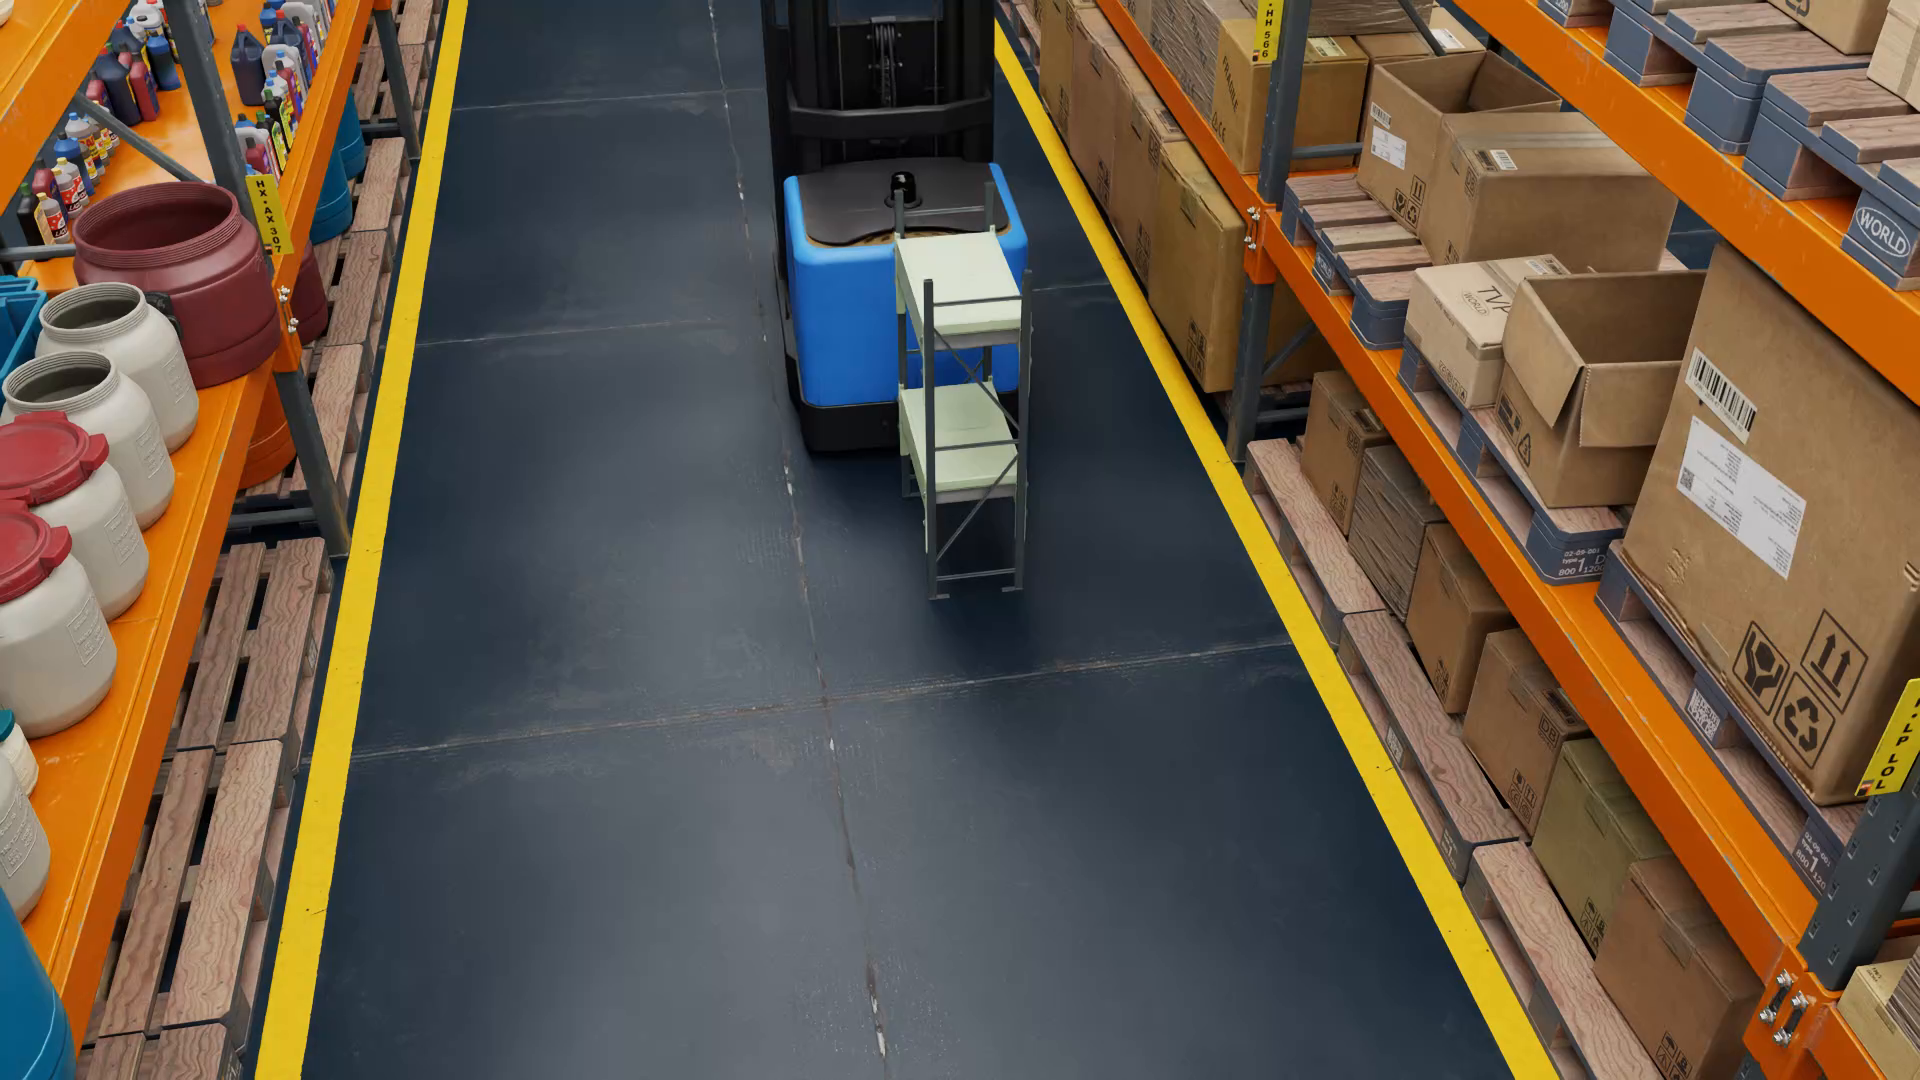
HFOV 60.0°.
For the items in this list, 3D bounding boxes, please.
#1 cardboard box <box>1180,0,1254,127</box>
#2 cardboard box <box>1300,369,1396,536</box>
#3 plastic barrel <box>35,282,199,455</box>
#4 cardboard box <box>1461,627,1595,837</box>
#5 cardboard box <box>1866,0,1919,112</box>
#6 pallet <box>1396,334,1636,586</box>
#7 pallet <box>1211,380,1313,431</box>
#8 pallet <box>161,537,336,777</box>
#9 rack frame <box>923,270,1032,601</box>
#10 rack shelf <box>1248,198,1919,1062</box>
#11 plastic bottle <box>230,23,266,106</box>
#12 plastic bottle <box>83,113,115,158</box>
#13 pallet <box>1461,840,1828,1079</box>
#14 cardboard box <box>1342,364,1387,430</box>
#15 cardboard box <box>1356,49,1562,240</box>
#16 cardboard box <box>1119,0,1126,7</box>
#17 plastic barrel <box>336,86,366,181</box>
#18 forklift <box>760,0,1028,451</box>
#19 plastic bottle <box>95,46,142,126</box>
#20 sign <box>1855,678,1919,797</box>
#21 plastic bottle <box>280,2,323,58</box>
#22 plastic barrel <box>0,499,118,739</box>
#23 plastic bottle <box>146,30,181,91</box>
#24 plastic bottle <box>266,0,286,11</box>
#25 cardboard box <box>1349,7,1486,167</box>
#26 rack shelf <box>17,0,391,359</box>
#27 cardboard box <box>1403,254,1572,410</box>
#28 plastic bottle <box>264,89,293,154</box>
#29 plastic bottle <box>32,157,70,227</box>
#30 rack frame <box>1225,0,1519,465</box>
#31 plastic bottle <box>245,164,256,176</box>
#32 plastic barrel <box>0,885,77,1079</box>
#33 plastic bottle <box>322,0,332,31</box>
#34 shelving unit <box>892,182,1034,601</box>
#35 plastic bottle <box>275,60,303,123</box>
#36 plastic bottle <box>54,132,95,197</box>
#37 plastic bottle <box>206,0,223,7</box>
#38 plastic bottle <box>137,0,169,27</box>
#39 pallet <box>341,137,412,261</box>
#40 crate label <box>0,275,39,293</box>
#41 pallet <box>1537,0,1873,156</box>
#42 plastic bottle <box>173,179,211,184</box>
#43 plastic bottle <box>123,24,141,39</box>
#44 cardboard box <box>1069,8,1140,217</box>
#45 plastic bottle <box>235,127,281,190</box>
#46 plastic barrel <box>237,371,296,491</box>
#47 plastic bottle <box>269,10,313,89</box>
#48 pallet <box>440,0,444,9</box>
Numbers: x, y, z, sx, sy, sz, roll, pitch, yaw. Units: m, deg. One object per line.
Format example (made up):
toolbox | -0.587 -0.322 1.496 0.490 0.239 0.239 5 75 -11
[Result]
cardboard box | 1.334 -2.236 7.602 0.500 0.500 0.500 -7 38 -8
cardboard box | 1.883 -0.407 7.008 0.700 0.500 0.500 -8 39 -10
plastic barrel | -2.739 -0.536 5.404 0.421 0.512 0.421 0 38 0
cardboard box | 2.197 0.605 5.705 0.700 0.500 0.500 -9 39 -12
cardboard box | 2.184 -1.062 3.494 0.396 0.266 0.258 -5 38 -6
pallet | 2.134 -0.356 5.420 1.003 0.211 1.213 -6 38 -8
pallet | 1.682 -1.006 8.373 1.003 0.211 1.213 -6 38 -8
pallet | -3.032 0.483 6.457 1.003 0.211 1.213 -6 38 -8
rack frame | 0.065 -0.367 6.500 0.400 1.500 0.023 -6 38 -8
rack shelf | 2.097 -0.131 5.560 1.077 0.370 4.000 -6 38 -8
plastic bottle | -3.281 -2.204 7.682 0.144 0.351 0.185 -6 38 -8
plastic bottle | -3.766 -1.774 7.251 0.097 0.201 0.097 0 38 0
pallet | 2.309 1.424 5.245 1.003 0.211 1.213 -6 38 -8
cardboard box | 1.893 -0.705 6.780 0.500 0.250 0.500 -5 38 -6
cardboard box | 1.880 -1.507 6.321 0.500 0.500 0.500 -11 39 -14
cardboard box | 1.056 -3.168 8.802 0.500 0.500 0.500 -7 38 -9
plastic barrel | -3.753 -2.513 9.408 0.600 0.901 0.708 -6 38 -8
forklift | -0.416 -2.466 8.035 1.130 2.935 3.031 -5 38 -7
plastic bottle | -3.808 -2.061 7.497 0.144 0.351 0.185 -6 38 -8
sign | 1.902 0.397 3.350 0.100 0.325 0.005 -6 38 -8
plastic bottle | -3.227 -2.508 8.134 0.152 0.276 0.135 -6 38 -8
plastic barrel | -2.509 0.227 4.402 0.433 0.535 0.433 0 38 0
plastic bottle | -3.753 -2.261 7.820 0.097 0.271 0.097 0 38 0
plastic bottle | -3.388 -2.621 8.284 0.097 0.271 0.097 0 38 0
cardboard box | 1.929 -1.986 7.279 0.500 0.500 0.500 -5 38 -7
rack shelf | -3.481 -2.015 7.984 1.077 0.370 4.000 -6 38 -8
cardboard box | 1.814 -0.693 5.477 0.500 0.250 0.500 -7 38 -9
plastic bottle | -2.988 -1.845 7.275 0.061 0.283 0.133 -6 38 -8
plastic bottle | -3.661 -1.382 6.679 0.061 0.283 0.133 -6 38 -8
rack frame | 1.746 -1.623 6.895 1.000 3.000 0.127 -6 38 -8
plastic bottle | -2.881 -1.409 6.723 0.097 0.271 0.097 0 38 0
plastic barrel | -2.198 0.862 3.287 0.600 0.901 0.708 -6 38 -8
plastic bottle | -3.292 -2.729 8.419 0.152 0.276 0.135 -6 38 -8
shelving unit | 0.001 -0.588 6.785 0.431 1.500 0.755 -6 38 -8
plastic bottle | -3.045 -2.043 7.530 0.061 0.283 0.133 -6 38 -8
plastic bottle | -3.698 -1.567 6.927 0.097 0.271 0.097 0 38 0
plastic bottle | -3.942 -2.911 8.714 0.097 0.201 0.097 0 38 0
plastic bottle | -3.963 -2.578 8.224 0.152 0.276 0.135 -6 38 -8
pallet | -3.737 -1.935 9.568 1.003 0.211 1.213 -6 38 -8
crate label | -3.425 -0.730 5.881 0.303 0.233 0.416 -6 38 -8
pallet | 2.259 -1.328 4.223 1.213 0.211 1.003 -6 38 -8
plastic bottle | -3.037 -1.321 6.607 0.152 0.276 0.135 -6 38 -8
plastic bottle | -3.912 -2.304 7.876 0.097 0.271 0.097 0 38 0
cardboard box | 1.334 -2.442 9.338 1.225 0.875 0.875 -7 38 -10
plastic bottle | -2.969 -1.617 6.988 0.152 0.276 0.135 -6 38 -8
plastic barrel | -3.233 -0.693 7.124 0.600 0.830 0.708 -6 38 -8
plastic bottle | -3.155 -2.302 7.808 0.144 0.351 0.185 -6 38 -8
pallet | -4.426 -4.319 12.637 1.003 0.211 1.213 -6 38 -8
